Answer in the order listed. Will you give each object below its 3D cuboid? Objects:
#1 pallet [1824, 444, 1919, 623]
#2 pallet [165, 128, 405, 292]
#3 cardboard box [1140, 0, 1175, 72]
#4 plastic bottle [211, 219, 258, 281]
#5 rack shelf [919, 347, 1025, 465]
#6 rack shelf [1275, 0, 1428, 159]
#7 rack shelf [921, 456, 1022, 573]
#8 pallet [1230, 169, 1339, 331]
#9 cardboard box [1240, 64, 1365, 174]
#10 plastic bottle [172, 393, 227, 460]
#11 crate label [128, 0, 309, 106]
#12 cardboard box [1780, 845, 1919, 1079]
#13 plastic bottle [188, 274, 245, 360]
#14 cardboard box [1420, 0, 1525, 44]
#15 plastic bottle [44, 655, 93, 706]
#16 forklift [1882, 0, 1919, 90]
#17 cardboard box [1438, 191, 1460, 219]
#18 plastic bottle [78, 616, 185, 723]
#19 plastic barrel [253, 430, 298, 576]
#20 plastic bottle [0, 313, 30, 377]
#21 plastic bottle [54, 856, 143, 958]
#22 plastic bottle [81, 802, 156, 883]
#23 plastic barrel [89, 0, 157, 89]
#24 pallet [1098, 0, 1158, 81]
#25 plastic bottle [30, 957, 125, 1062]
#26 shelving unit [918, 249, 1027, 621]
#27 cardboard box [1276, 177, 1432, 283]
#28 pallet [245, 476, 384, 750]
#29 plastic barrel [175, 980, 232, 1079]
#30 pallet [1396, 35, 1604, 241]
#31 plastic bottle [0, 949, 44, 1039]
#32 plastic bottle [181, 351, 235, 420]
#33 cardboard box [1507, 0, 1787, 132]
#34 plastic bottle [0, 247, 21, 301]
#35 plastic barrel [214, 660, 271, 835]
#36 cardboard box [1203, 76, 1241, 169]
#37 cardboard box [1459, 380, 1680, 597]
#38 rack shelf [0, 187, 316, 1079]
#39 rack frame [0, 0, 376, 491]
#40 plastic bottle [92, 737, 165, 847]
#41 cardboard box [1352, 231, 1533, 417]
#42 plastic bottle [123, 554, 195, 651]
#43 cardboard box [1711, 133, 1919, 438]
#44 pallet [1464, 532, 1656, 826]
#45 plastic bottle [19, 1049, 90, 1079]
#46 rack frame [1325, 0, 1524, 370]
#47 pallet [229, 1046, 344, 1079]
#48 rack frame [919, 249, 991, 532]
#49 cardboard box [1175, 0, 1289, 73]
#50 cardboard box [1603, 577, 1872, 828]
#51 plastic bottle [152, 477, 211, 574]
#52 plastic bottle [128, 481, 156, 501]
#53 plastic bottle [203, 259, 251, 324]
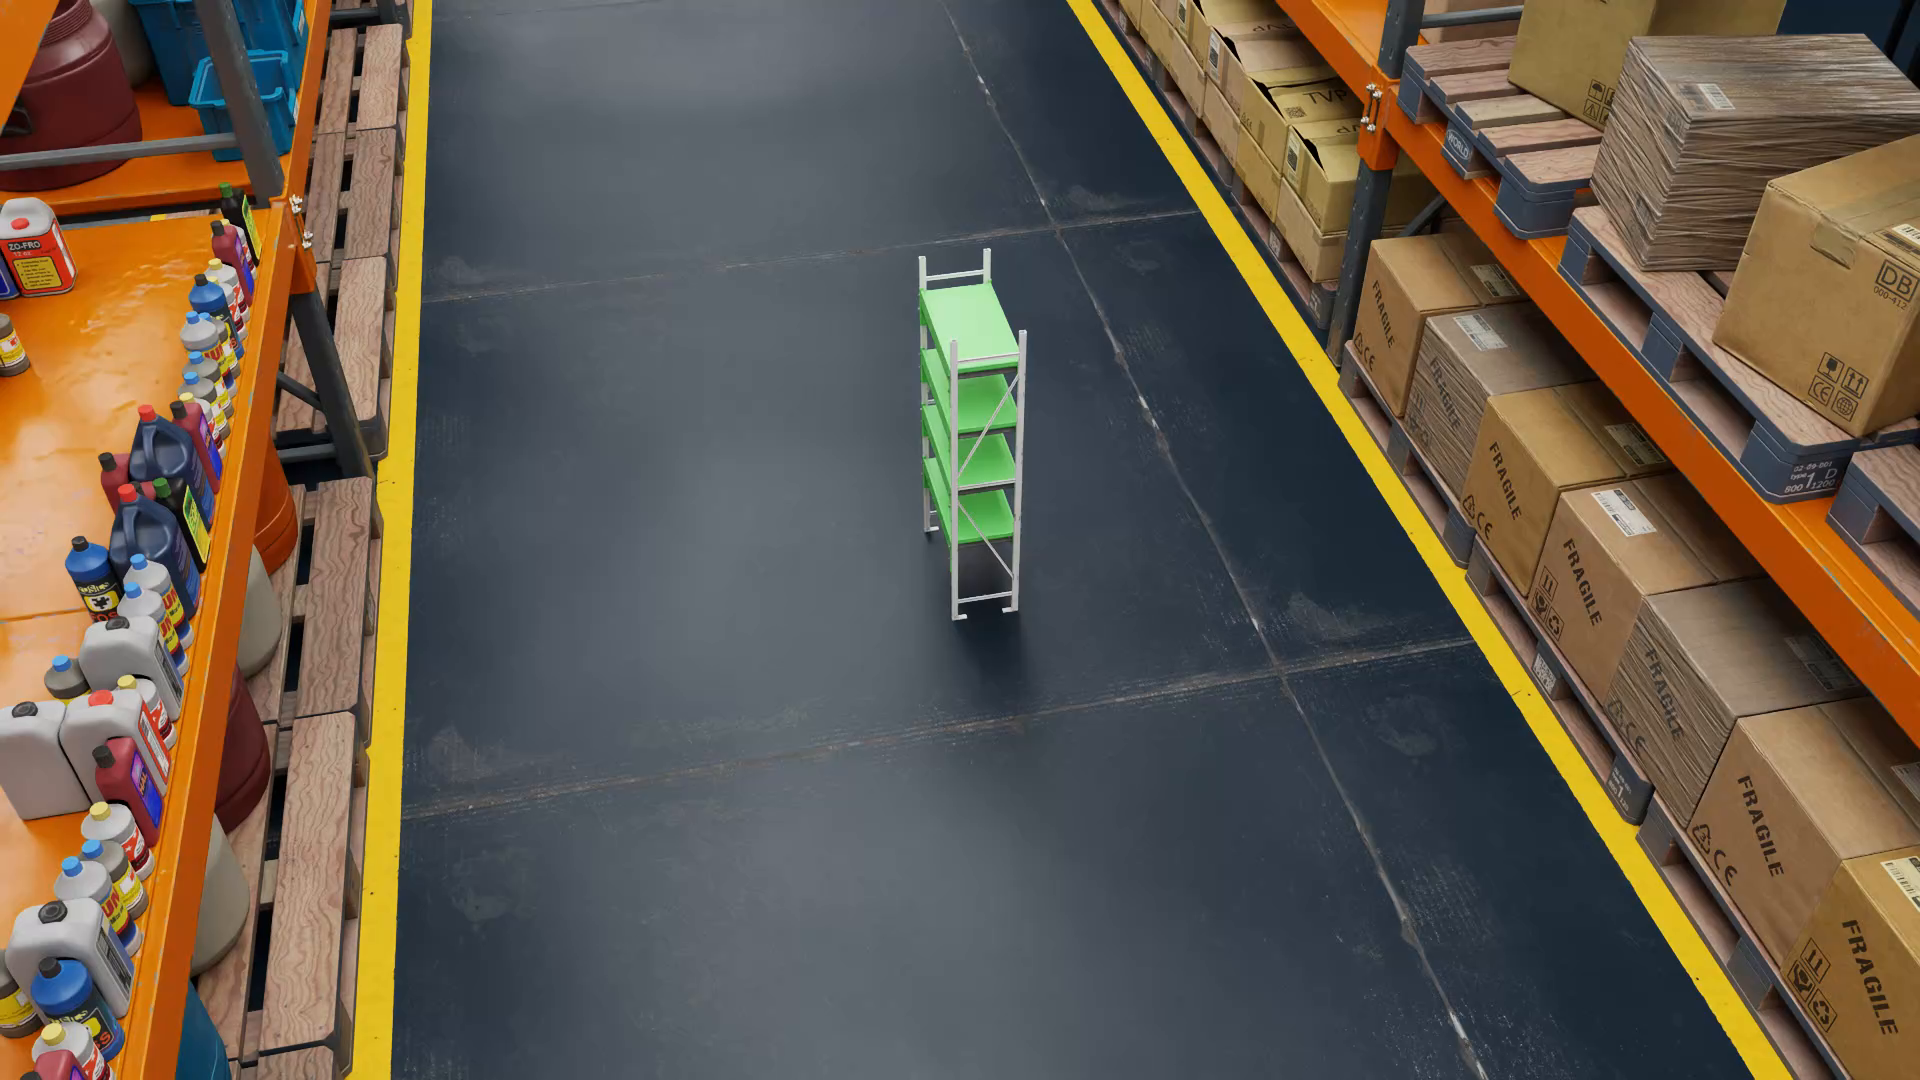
[{"bbox_3d":[2.871,0.173,3.940,1.003,0.211,1.213,-8,42,-9],"label":"pallet"},{"bbox_3d":[-3.154,-1.504,7.786,1.003,0.211,1.213,-8,42,-9],"label":"pallet"},{"bbox_3d":[1.278,-2.715,8.804,0.500,0.250,0.500,-10,42,-11],"label":"cardboard box"},{"bbox_3d":[-2.253,-0.897,5.151,0.097,0.201,0.097,0,42,0],"label":"plastic bottle"},{"bbox_3d":[0.036,-0.473,5.614,0.258,0.148,0.480,-8,42,-9],"label":"rack shelf"},{"bbox_3d":[1.641,-2.985,7.895,1.077,0.370,4.000,-8,42,-9],"label":"rack shelf"},{"bbox_3d":[0.036,-0.114,5.933,0.258,0.148,0.480,-8,42,-9],"label":"rack shelf"},{"bbox_3d":[1.933,-1.454,7.729,1.003,0.211,1.213,-8,42,-9],"label":"pallet"},{"bbox_3d":[1.601,-1.936,7.504,0.500,0.311,0.500,-9,42,-10],"label":"cardboard box"},{"bbox_3d":[-2.057,-0.306,4.485,0.097,0.201,0.097,0,42,0],"label":"plastic bottle"},{"bbox_3d":[-2.715,-1.946,6.156,0.502,0.435,0.616,-8,42,-9],"label":"crate label"},{"bbox_3d":[2.550,1.127,4.273,0.500,0.500,0.500,-9,42,-10],"label":"cardboard box"},{"bbox_3d":[-2.162,-0.648,4.817,0.097,0.271,0.097,0,42,0],"label":"plastic bottle"},{"bbox_3d":[2.037,-2.166,6.498,0.500,0.311,0.500,-6,42,-7],"label":"cardboard box"},{"bbox_3d":[-1.997,0.342,3.755,0.097,0.201,0.097,0,42,0],"label":"plastic bottle"},{"bbox_3d":[4.560,-2.386,6.730,1.130,2.935,3.031,9,42,10],"label":"forklift"},{"bbox_3d":[2.247,-1.678,7.213,0.500,0.311,0.500,-7,42,-8],"label":"cardboard box"},{"bbox_3d":[-1.879,0.284,3.764,0.152,0.276,0.135,-8,42,-9],"label":"plastic bottle"},{"bbox_3d":[-2.642,-0.281,5.625,0.600,0.830,0.708,-8,42,-9],"label":"plastic barrel"},{"bbox_3d":[-2.769,-0.579,4.793,0.097,0.201,0.097,0,42,0],"label":"plastic bottle"},{"bbox_3d":[-1.706,0.720,3.276,0.097,0.271,0.097,0,42,0],"label":"plastic bottle"},{"bbox_3d":[-1.748,0.620,3.442,0.097,0.201,0.097,0,42,0],"label":"plastic bottle"},{"bbox_3d":[-3.195,-1.928,6.078,0.421,0.512,0.421,0,42,0],"label":"plastic barrel"},{"bbox_3d":[1.407,-3.036,9.511,1.003,0.211,1.213,-8,42,-9],"label":"pallet"},{"bbox_3d":[-1.656,0.870,3.107,0.097,0.271,0.097,0,42,0],"label":"plastic bottle"},{"bbox_3d":[0.036,-0.341,5.731,0.258,1.200,0.503,-8,42,-9],"label":"shelving unit"},{"bbox_3d":[1.721,-1.392,7.314,0.500,0.250,0.500,-7,42,-8],"label":"cardboard box"},{"bbox_3d":[-2.554,0.298,5.756,1.003,0.211,1.213,-8,42,-9],"label":"pallet"},{"bbox_3d":[-2.155,1.156,3.952,0.600,0.901,0.708,-8,42,-9],"label":"plastic barrel"},{"bbox_3d":[2.288,-1.456,5.776,1.213,0.211,1.003,-8,42,-9],"label":"pallet"},{"bbox_3d":[-1.826,0.855,3.177,0.097,0.201,0.097,0,42,0],"label":"plastic bottle"},{"bbox_3d":[-2.099,-0.432,4.627,0.097,0.201,0.097,0,42,0],"label":"plastic bottle"},{"bbox_3d":[2.319,-1.760,5.581,0.700,0.500,0.500,-22,46,-23],"label":"cardboard box"},{"bbox_3d":[-2.987,-0.877,5.072,0.152,0.276,0.135,-8,42,-9],"label":"plastic bottle"},{"bbox_3d":[-2.398,0.541,4.881,0.600,0.588,0.708,-8,42,-9],"label":"plastic barrel"},{"bbox_3d":[1.501,-2.052,8.058,0.500,0.250,0.500,-7,42,-8],"label":"cardboard box"},{"bbox_3d":[2.114,-0.187,5.753,0.500,0.500,0.500,-9,42,-10],"label":"cardboard box"},{"bbox_3d":[-2.333,0.315,4.177,1.077,0.370,4.000,-8,42,-9],"label":"rack shelf"},{"bbox_3d":[-2.764,-1.250,5.399,1.000,3.000,0.127,-8,42,-9],"label":"rack frame"},{"bbox_3d":[-1.755,0.512,3.502,0.061,0.283,0.133,-8,42,-9],"label":"plastic bottle"},{"bbox_3d":[1.892,-0.851,6.501,0.500,0.500,0.500,-7,42,-7],"label":"cardboard box"},{"bbox_3d":[-1.898,0.143,3.926,0.097,0.271,0.097,0,42,0],"label":"plastic bottle"},{"bbox_3d":[2.495,-0.696,4.382,0.700,0.500,0.500,-19,45,-20],"label":"cardboard box"},{"bbox_3d":[2.457,0.364,5.681,1.003,0.211,1.213,-8,42,-9],"label":"pallet"},{"bbox_3d":[-1.592,1.001,2.951,0.061,0.283,0.133,-8,42,-9],"label":"plastic bottle"},{"bbox_3d":[2.073,-1.958,6.196,1.000,3.000,0.127,-8,42,-9],"label":"rack frame"},{"bbox_3d":[-2.027,1.879,3.974,1.003,0.211,1.213,-8,42,-9],"label":"pallet"},{"bbox_3d":[-0.017,-0.500,5.909,0.240,1.200,0.015,-8,42,-9],"label":"rack frame"},{"bbox_3d":[1.389,-2.589,8.239,0.500,0.311,0.500,-7,42,-8],"label":"cardboard box"},{"bbox_3d":[2.344,0.480,5.001,0.500,0.500,0.500,-8,42,-9],"label":"cardboard box"},{"bbox_3d":[-1.945,-0.058,4.144,0.061,0.283,0.133,-8,42,-9],"label":"plastic bottle"},{"bbox_3d":[-2.005,-0.050,4.134,0.061,0.283,0.133,-8,42,-9],"label":"plastic bottle"},{"bbox_3d":[-2.204,-0.748,4.983,0.097,0.201,0.097,0,42,0],"label":"plastic bottle"}]
